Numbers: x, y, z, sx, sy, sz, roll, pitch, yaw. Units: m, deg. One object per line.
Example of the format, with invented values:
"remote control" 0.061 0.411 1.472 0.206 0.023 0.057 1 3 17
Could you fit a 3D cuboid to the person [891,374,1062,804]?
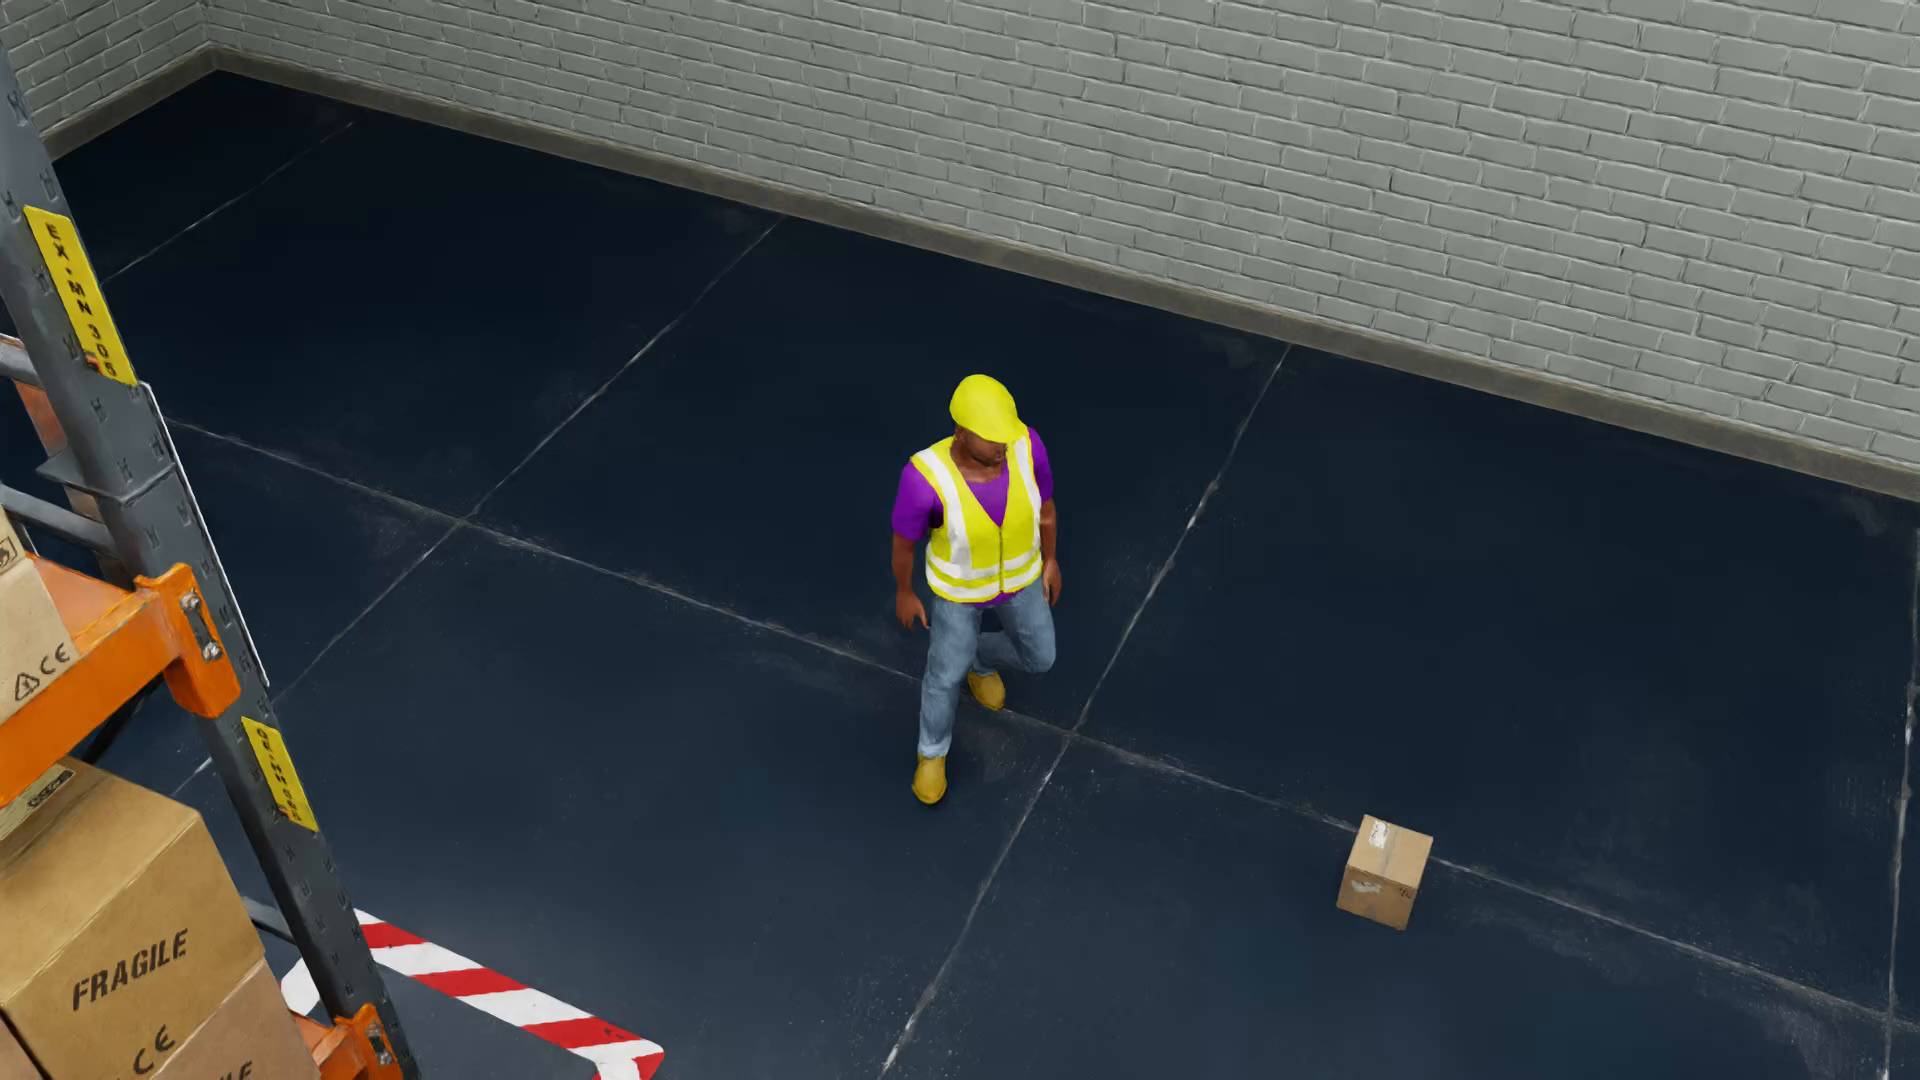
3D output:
"person" 0.041 0.121 5.984 0.644 1.758 0.548 -17 44 -18
